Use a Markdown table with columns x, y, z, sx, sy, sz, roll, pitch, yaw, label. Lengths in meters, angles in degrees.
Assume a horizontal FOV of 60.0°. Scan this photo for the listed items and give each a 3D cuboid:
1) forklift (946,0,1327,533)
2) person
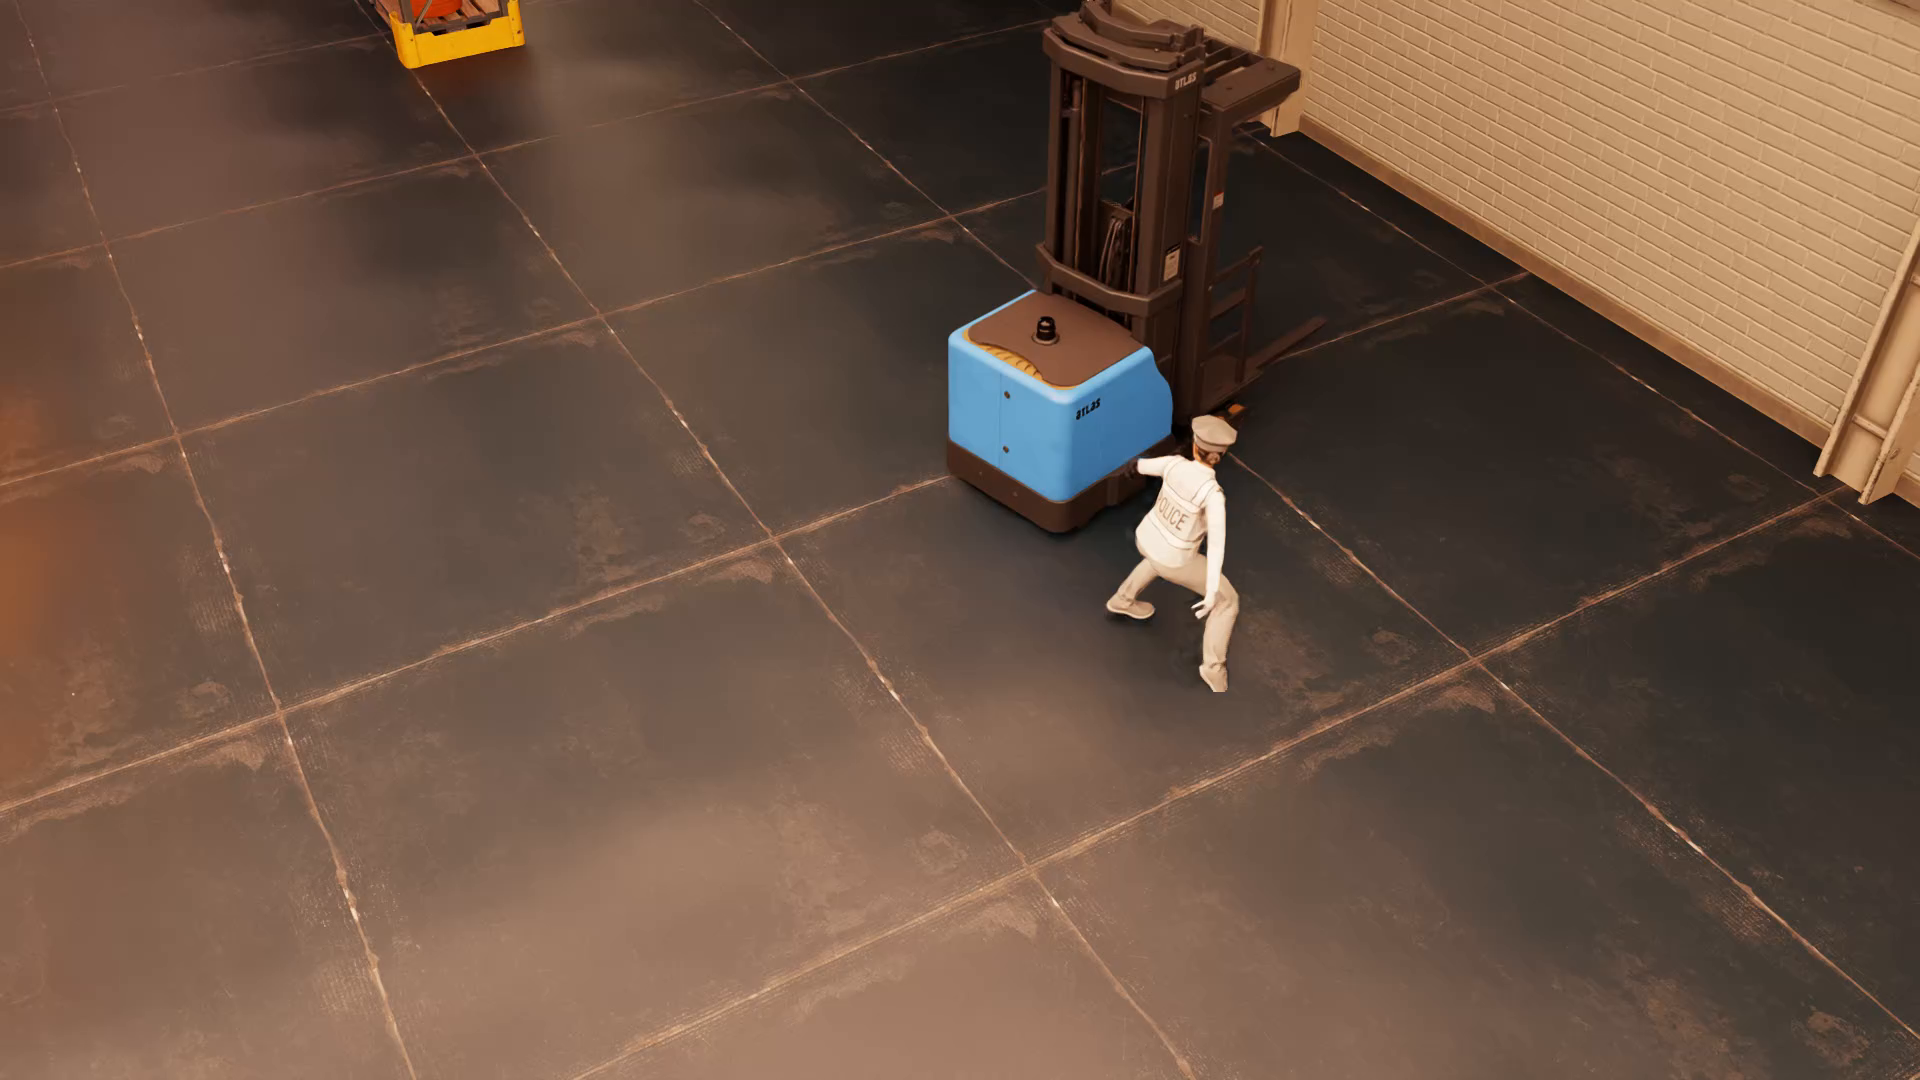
| x | y | z | sx | sy | sz | roll | pitch | yaw | label |
| --- | --- | --- | --- | --- | --- | --- | --- | --- | --- |
| 1.314 | -2.004 | 10.452 | 3.031 | 2.935 | 1.130 | -32 | 49 | -33 | forklift |
| 1.245 | 0.083 | 9.135 | 0.534 | 1.606 | 0.973 | -19 | 43 | -21 | person |
